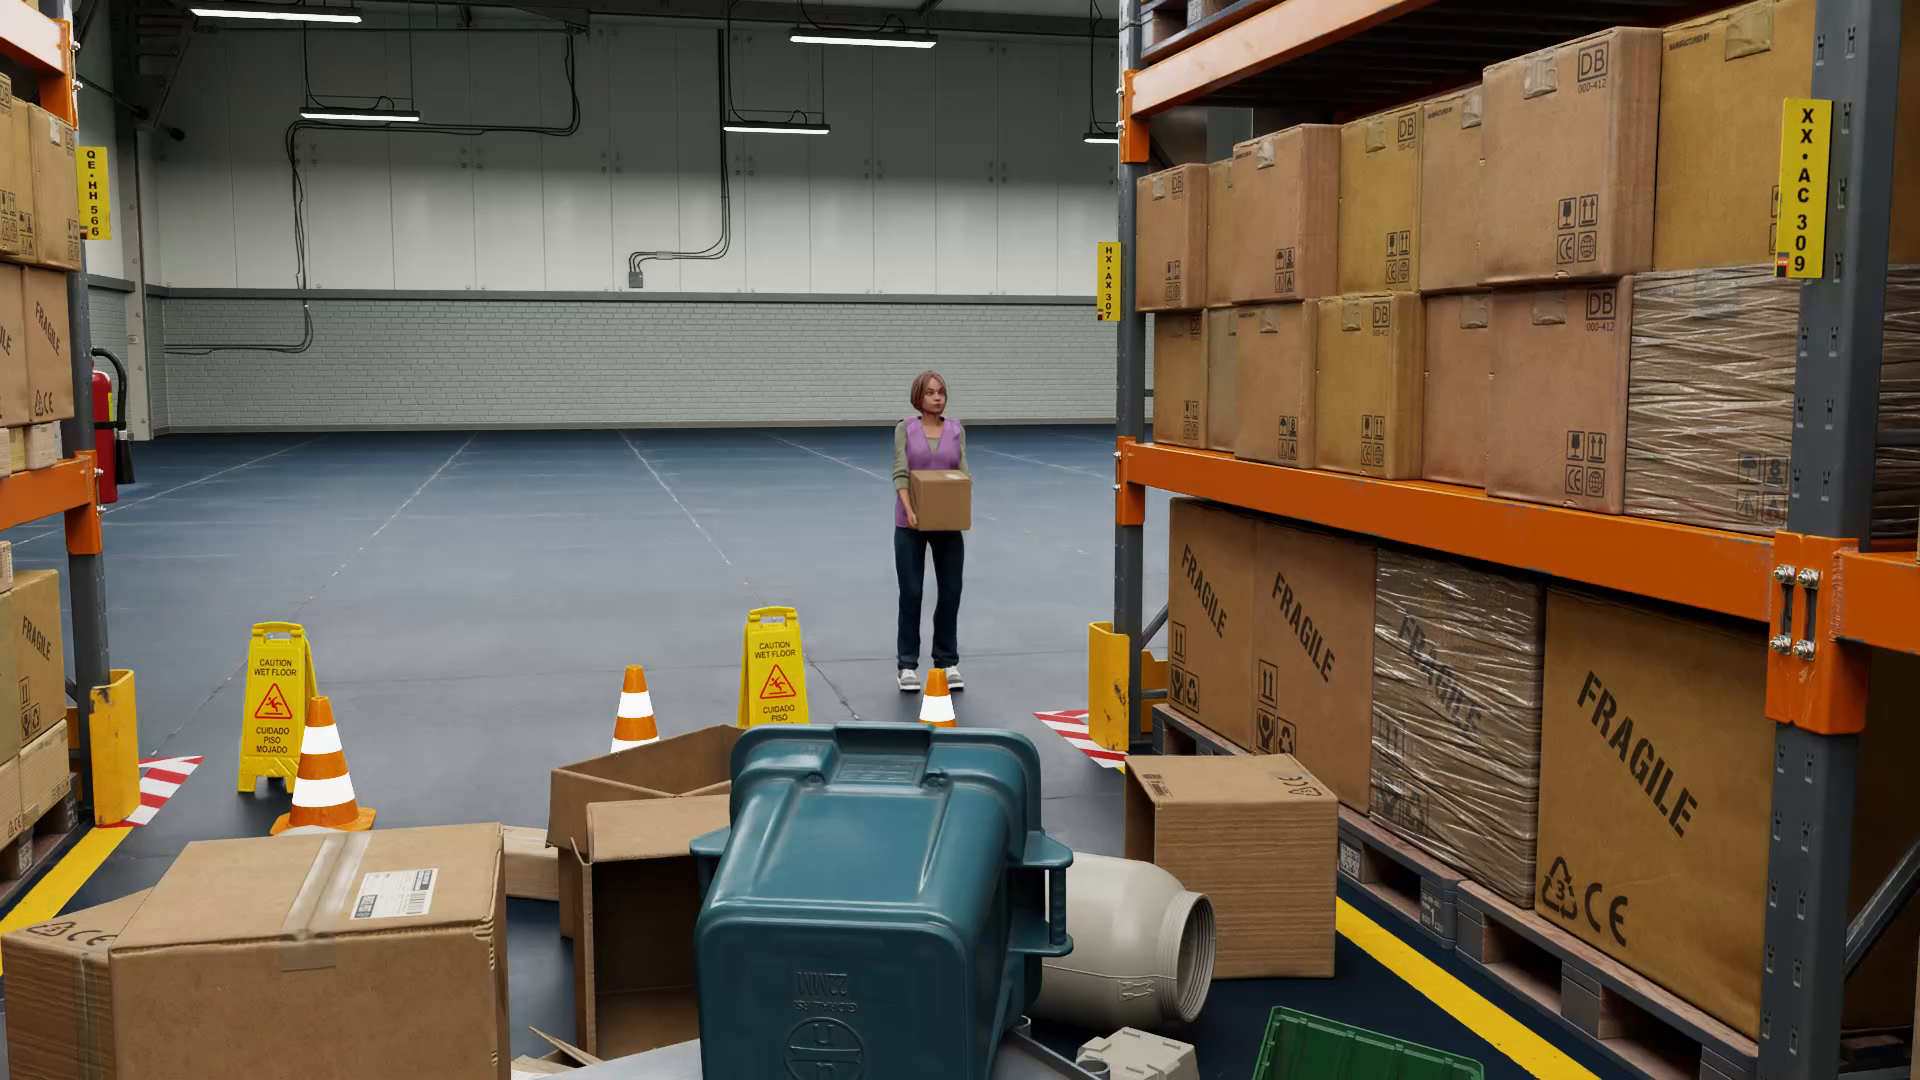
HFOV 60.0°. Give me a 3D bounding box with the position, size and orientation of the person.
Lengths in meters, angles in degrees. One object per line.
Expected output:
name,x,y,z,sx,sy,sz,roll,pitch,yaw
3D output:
person,-0.135,-0.041,8.266,0.405,1.593,0.489,-1,6,-13
